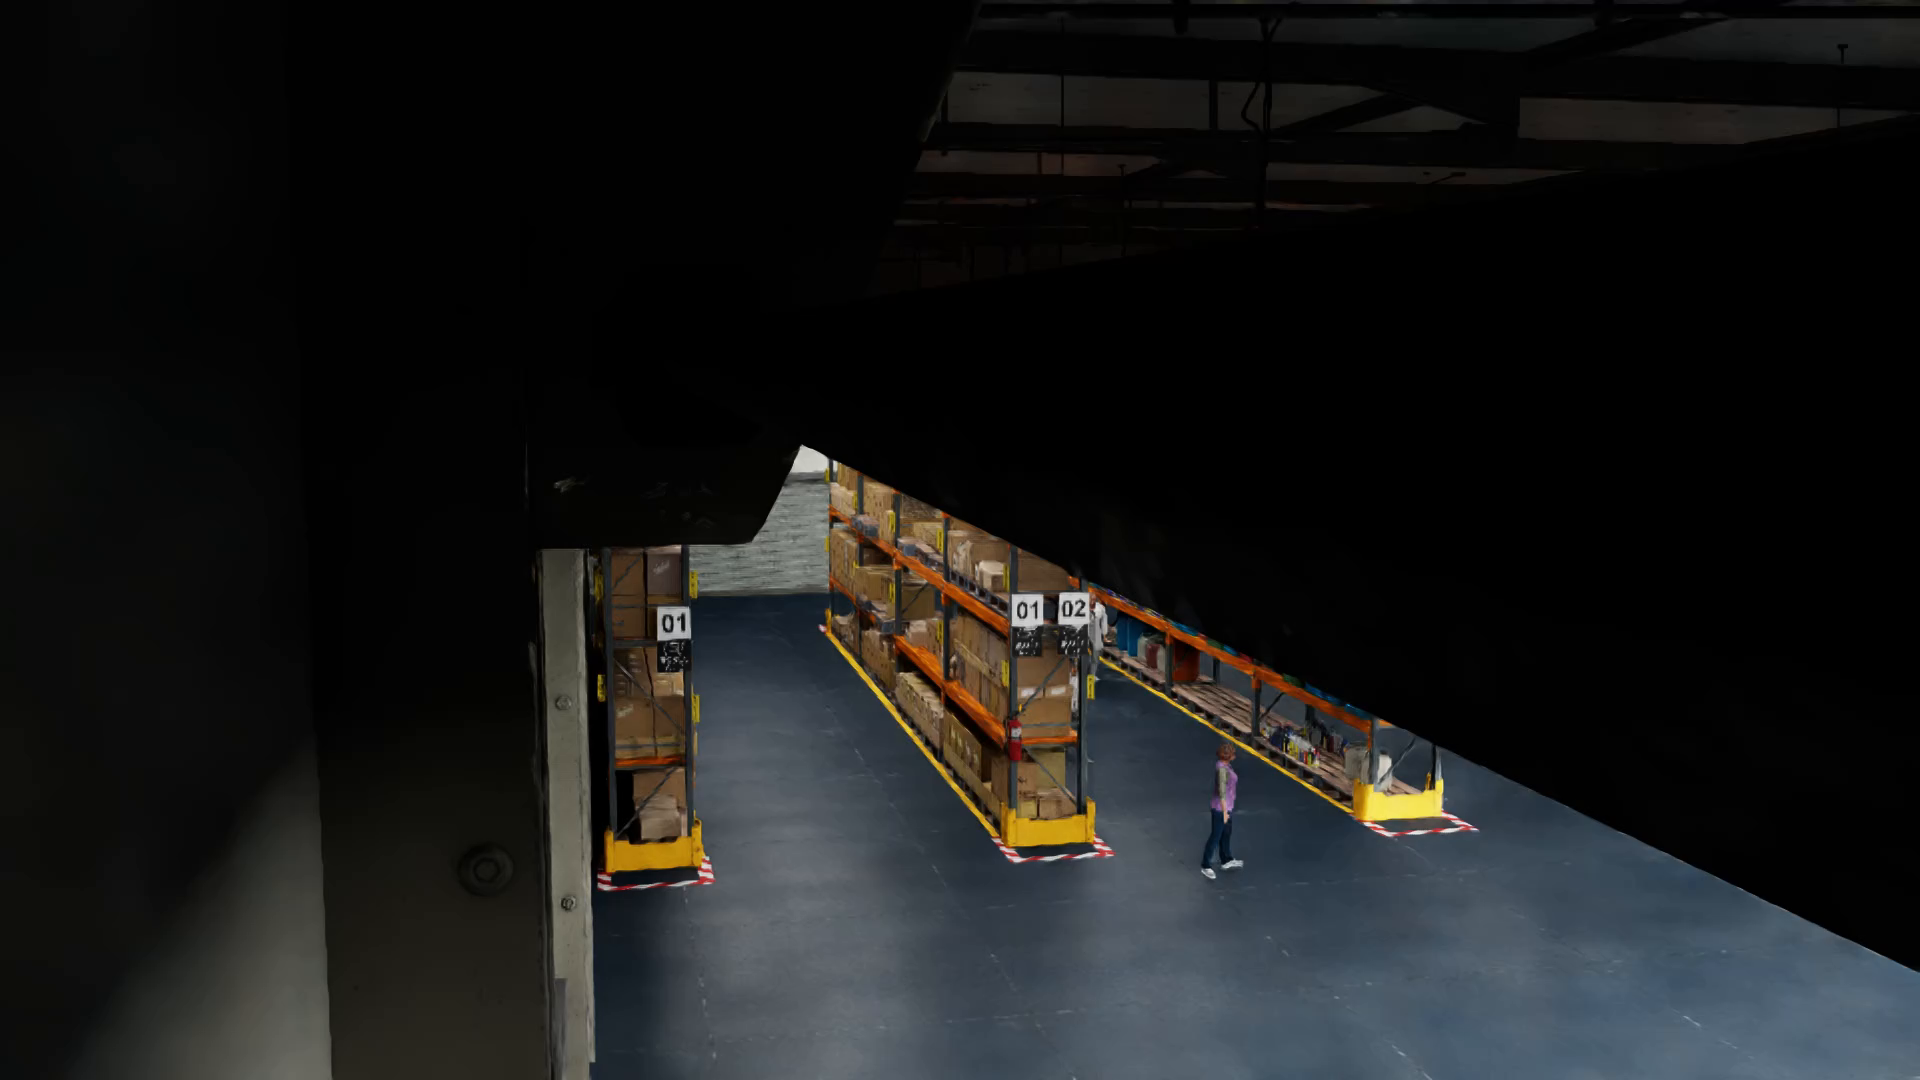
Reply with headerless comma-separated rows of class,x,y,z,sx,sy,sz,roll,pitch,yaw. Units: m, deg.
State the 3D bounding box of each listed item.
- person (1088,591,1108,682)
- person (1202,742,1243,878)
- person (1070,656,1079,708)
person,2.400,1.797,31.030,0.729,1.733,0.546,-2,7,-13
person,3.137,3.183,19.808,0.455,1.594,0.600,2,7,15
person,1.705,2.161,25.202,0.495,0.843,0.386,-1,7,-10
